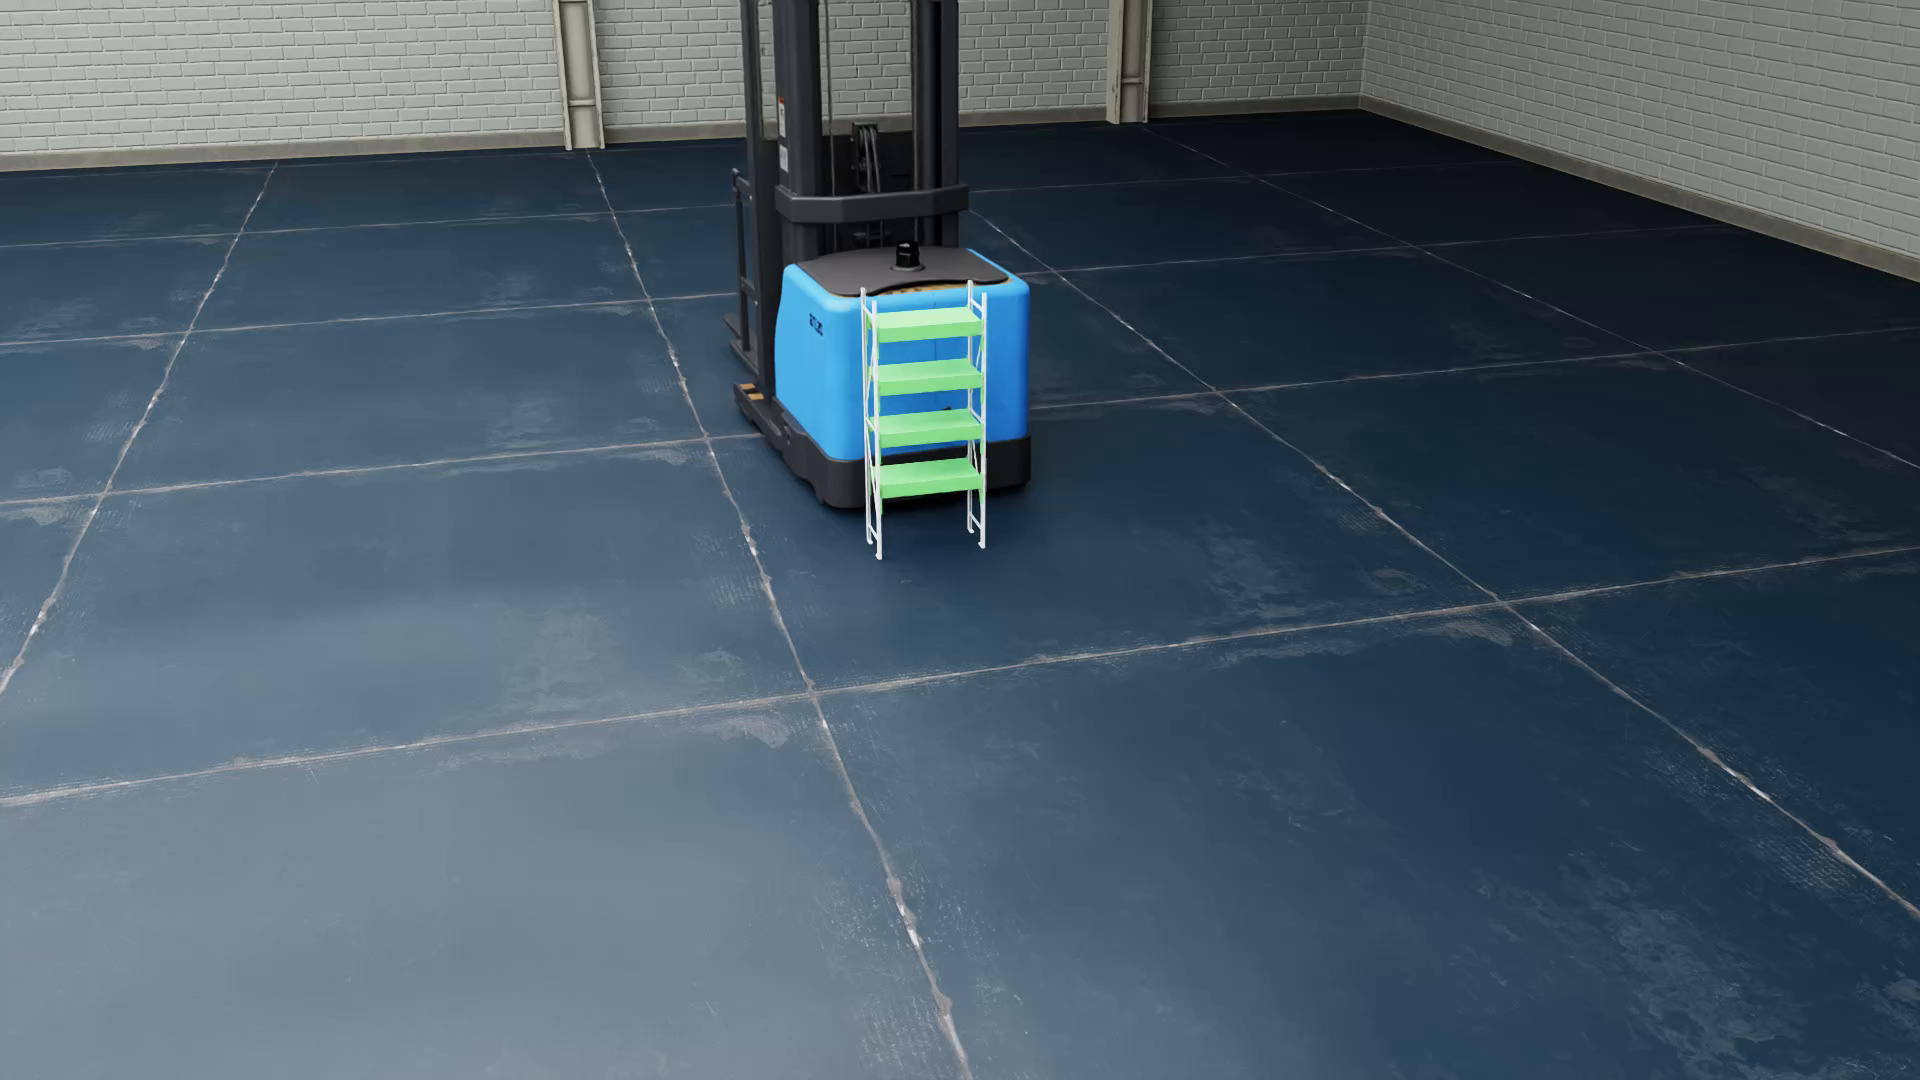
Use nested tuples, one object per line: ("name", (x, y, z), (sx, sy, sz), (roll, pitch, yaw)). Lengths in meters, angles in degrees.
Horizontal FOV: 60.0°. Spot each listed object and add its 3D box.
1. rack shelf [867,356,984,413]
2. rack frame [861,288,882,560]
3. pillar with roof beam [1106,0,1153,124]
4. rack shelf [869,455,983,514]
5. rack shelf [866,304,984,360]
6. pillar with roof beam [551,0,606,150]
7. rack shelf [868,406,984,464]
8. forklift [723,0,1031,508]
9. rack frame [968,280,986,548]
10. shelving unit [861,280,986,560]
("rack shelf", (-0.159, -0.696, 7.403), (0.480, 0.148, 0.258), (-6, 24, -14))
("rack frame", (-0.394, -0.508, 7.412), (0.015, 1.200, 0.240), (-6, 24, -14))
("pillar with roof beam", (3.044, -7.229, 13.185), (0.400, 9.000, 9.100), (-6, 24, -14))
("rack shelf", (-0.159, -0.254, 7.592), (0.480, 0.148, 0.258), (-6, 24, -14))
("rack shelf", (-0.159, -0.916, 7.308), (0.480, 0.148, 0.258), (-6, 24, -14))
("pillar with roof beam", (-2.733, -6.590, 11.695), (0.400, 9.000, 9.100), (-6, 24, -14))
("rack shelf", (-0.159, -0.475, 7.498), (0.480, 0.148, 0.258), (-6, 24, -14))
("forklift", (-0.643, -2.051, 8.812), (1.130, 2.935, 3.031), (-8, 25, -19))
("rack frame", (0.076, -0.560, 7.533), (0.015, 1.200, 0.240), (-6, 24, -14))
("shelving unit", (-0.159, -0.534, 7.472), (0.503, 1.200, 0.258), (-6, 24, -14))
